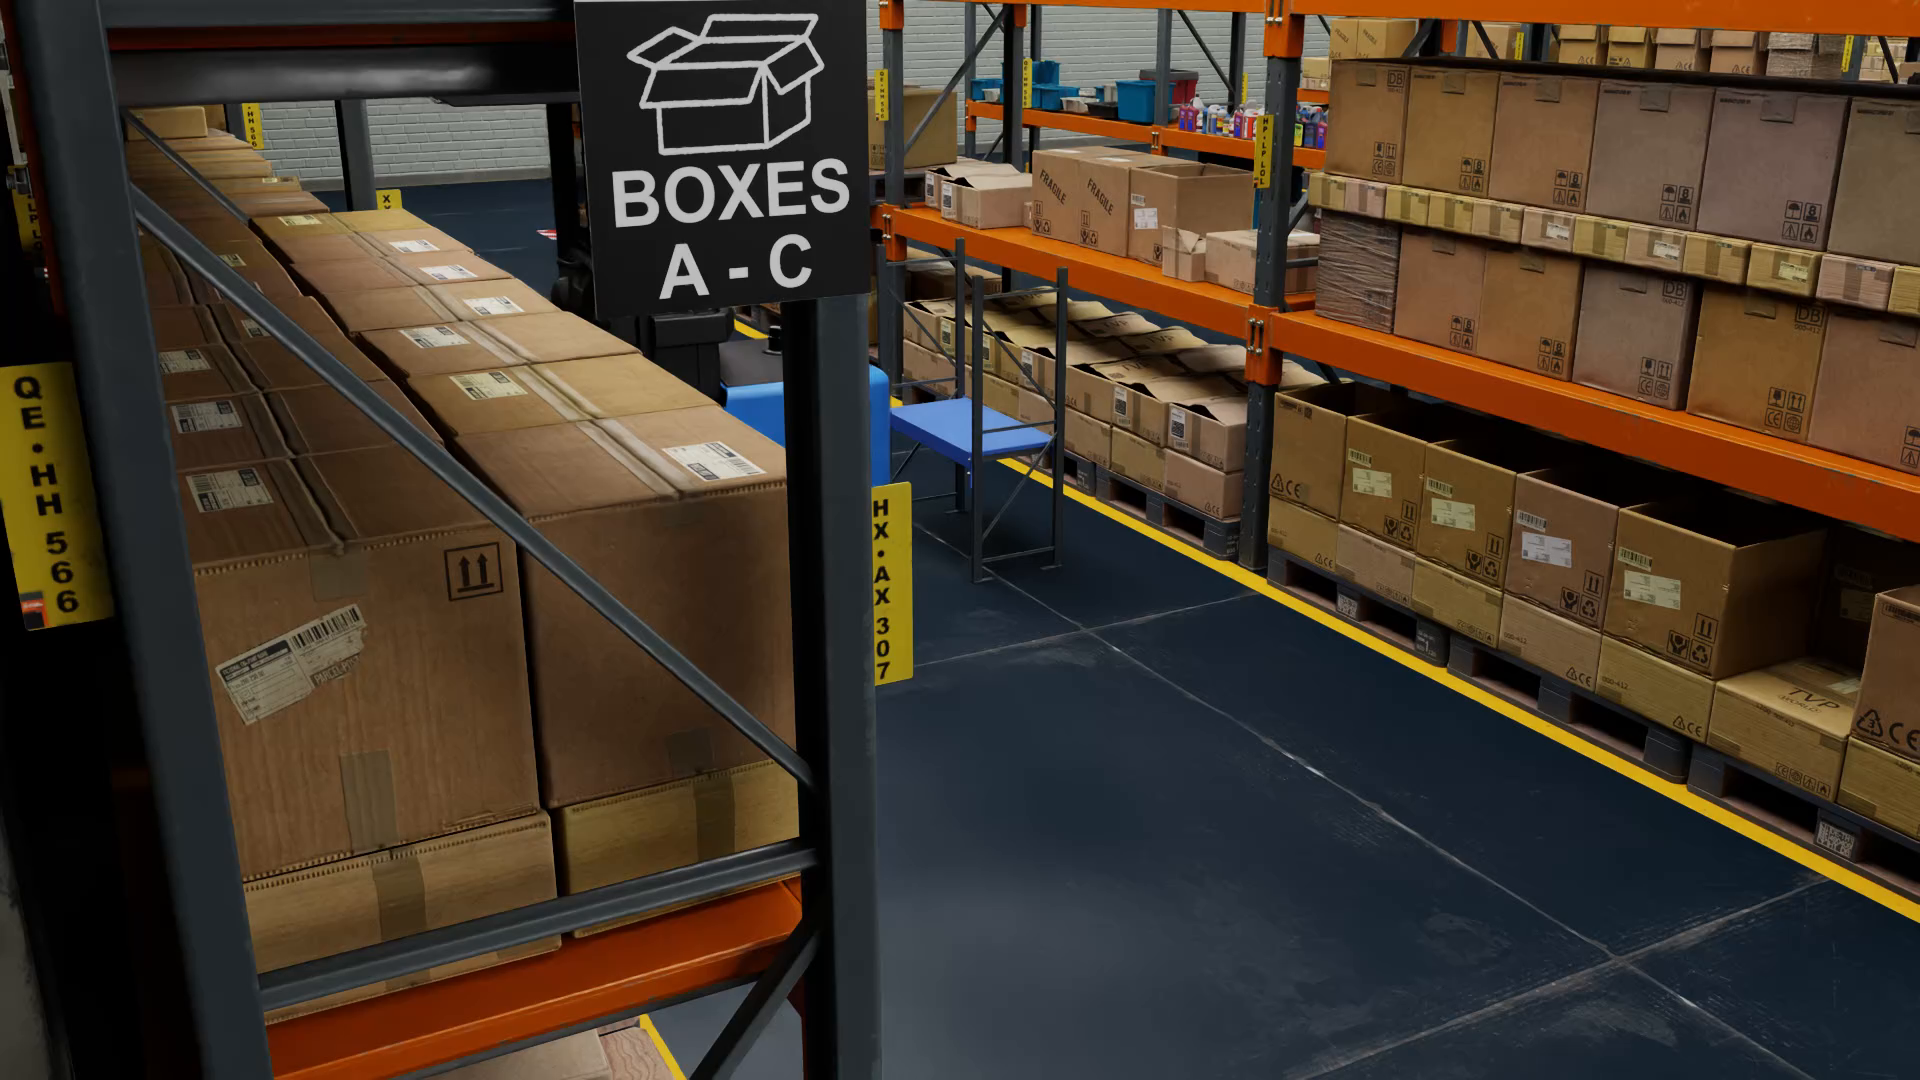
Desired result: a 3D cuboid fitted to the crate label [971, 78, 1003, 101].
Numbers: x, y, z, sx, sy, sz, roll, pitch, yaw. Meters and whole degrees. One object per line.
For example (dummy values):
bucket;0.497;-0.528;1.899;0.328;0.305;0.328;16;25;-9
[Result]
crate label;0.351;-5.389;19.893;0.416;0.233;0.303;-10;21;-27

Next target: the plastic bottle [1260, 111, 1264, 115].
plastic bottle;2.858;-3.831;15.402;0.152;0.276;0.135;-10;21;-27

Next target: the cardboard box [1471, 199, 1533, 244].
cardboard box;2.304;-1.305;6.743;0.380;0.149;0.250;-11;22;-28

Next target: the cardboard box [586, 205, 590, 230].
cardboard box;-3.591;-3.360;17.389;0.500;0.250;0.500;-10;21;-27

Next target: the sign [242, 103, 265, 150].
sign;-3.923;-2.328;9.201;0.100;0.325;0.005;-10;21;-27

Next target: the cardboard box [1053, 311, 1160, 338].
cardboard box;0.917;-1.257;10.465;0.500;0.311;0.500;-10;21;-27

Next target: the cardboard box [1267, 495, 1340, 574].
cardboard box;1.815;-0.070;7.883;0.500;0.250;0.500;-10;21;-27

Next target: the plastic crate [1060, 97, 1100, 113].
plastic crate;1.332;-4.771;18.248;0.293;0.136;0.466;-10;21;-27

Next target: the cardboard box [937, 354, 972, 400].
cardboard box;0.191;-1.058;10.747;0.500;0.250;0.500;-11;22;-28

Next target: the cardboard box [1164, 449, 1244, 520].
cardboard box;1.409;-0.324;8.620;0.500;0.250;0.500;-10;22;-27

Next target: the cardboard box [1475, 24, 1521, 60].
cardboard box;6.329;-5.696;19.240;0.500;0.500;0.500;-9;21;-25

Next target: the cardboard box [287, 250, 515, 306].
cardboard box;-1.528;-0.499;4.606;0.500;0.500;0.500;-11;22;-28

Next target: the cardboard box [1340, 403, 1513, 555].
cardboard box;2.050;-0.280;7.344;0.500;0.500;0.500;-10;21;-27

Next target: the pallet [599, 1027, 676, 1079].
pallet;-0.988;1.623;3.680;1.003;0.211;1.213;-10;21;-27

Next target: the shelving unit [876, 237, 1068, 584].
shelving unit;0.041;-0.684;8.393;0.538;1.500;1.048;-10;21;-27

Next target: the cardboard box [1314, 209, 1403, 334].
cardboard box;2.077;-1.272;7.642;0.700;0.500;0.500;-11;22;-28

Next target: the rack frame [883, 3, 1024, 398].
rack frame;-0.038;-2.499;11.353;1.000;3.000;0.127;-10;21;-27

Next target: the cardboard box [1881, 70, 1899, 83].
cardboard box;11.348;-5.592;20.058;0.380;0.149;0.250;-10;21;-26

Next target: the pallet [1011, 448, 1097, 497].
pallet;0.894;-0.589;10.091;1.003;0.211;1.213;-10;21;-27

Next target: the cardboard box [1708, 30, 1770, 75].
cardboard box;8.042;-4.954;16.775;0.797;0.503;0.637;-9;21;-25

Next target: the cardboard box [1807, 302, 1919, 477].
cardboard box;3.297;-0.536;5.510;0.700;0.500;0.500;-9;21;-25

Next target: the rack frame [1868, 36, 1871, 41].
rack frame;11.195;-5.920;21.266;1.000;3.000;0.127;-10;21;-27

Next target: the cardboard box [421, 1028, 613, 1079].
cardboard box;-1.117;1.253;3.927;0.500;0.311;0.500;-8;21;-22

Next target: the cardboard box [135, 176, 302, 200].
cardboard box;-2.967;-1.151;6.617;0.700;0.500;0.500;-8;20;-21

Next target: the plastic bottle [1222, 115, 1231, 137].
plastic bottle;2.559;-3.957;15.883;0.097;0.201;0.097;0;19;0

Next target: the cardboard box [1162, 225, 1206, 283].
cardboard box;1.282;-1.511;8.696;0.396;0.266;0.258;-11;22;-28

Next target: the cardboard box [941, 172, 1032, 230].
cardboard box;0.216;-2.170;10.536;0.500;0.311;0.500;-10;22;-27

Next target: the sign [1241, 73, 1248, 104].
sign;2.908;-4.629;17.101;0.100;0.325;0.005;-10;21;-27

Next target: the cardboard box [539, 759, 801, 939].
cardboard box;-0.549;0.438;3.040;0.500;0.250;0.500;-11;22;-28

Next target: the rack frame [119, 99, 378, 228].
rack frame;-2.497;-0.583;5.798;1.000;3.000;0.127;-10;21;-27

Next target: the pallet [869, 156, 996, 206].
pallet;-0.422;-2.592;11.916;1.213;0.211;1.003;-10;21;-27

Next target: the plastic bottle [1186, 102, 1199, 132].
plastic bottle;2.285;-4.149;16.312;0.061;0.283;0.133;-10;21;-27

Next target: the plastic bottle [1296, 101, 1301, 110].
plastic bottle;3.236;-4.124;16.137;0.144;0.351;0.185;-10;21;-27

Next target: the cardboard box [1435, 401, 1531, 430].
cardboard box;2.501;-0.360;7.574;0.500;0.500;0.500;-10;21;-27

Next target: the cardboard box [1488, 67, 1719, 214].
cardboard box;2.556;-1.596;6.594;0.700;0.500;0.500;-10;21;-27

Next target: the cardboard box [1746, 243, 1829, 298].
cardboard box;2.922;-0.933;5.666;0.380;0.149;0.250;-9;21;-25

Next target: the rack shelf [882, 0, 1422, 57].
rack shelf;0.911;-3.003;9.317;1.077;0.370;4.000;-10;21;-27

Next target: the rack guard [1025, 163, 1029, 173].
rack guard;0.501;-4.385;20.650;1.175;0.500;0.348;-10;21;-27

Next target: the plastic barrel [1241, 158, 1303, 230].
plastic barrel;3.003;-3.258;16.125;0.600;0.901;0.708;-10;21;-27

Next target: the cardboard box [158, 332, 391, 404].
cardboard box;-1.488;-0.124;3.517;0.500;0.500;0.500;-11;22;-28

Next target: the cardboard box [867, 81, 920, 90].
cardboard box;-0.703;-3.200;12.588;0.700;0.500;0.500;-6;20;-16

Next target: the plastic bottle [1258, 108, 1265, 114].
plastic bottle;2.881;-3.921;15.663;0.152;0.276;0.135;-10;21;-27

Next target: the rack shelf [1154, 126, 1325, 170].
rack shelf;3.373;-3.499;15.354;1.077;0.370;4.000;-10;21;-27

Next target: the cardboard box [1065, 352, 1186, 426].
cardboard box;0.929;-0.879;9.368;0.500;0.311;0.500;-10;21;-27

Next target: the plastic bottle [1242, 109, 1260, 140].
plastic bottle;2.748;-3.897;15.594;0.152;0.276;0.135;-10;21;-27

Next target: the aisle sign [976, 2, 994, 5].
aisle sign;0.228;-6.765;19.731;0.394;0.787;0.004;-10;21;-27

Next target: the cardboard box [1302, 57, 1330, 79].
cardboard box;4.873;-6.219;21.907;0.500;0.250;0.500;-11;22;-28

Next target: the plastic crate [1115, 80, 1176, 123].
plastic crate;1.901;-4.516;17.129;0.392;0.384;0.575;-10;21;-27

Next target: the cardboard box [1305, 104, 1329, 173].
cardboard box;5.257;-5.352;22.233;0.875;0.875;0.875;-10;21;-27

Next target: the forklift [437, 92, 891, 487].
forklift;-1.877;-1.091;7.378;3.031;2.935;1.130;-8;21;-22

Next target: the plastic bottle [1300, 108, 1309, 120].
plastic bottle;3.271;-3.977;15.832;0.097;0.271;0.097;0;19;0

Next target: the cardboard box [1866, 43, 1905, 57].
cardboard box;11.235;-5.944;20.164;0.380;0.149;0.250;-10;21;-26

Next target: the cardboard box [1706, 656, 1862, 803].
cardboard box;2.998;0.649;5.801;0.500;0.250;0.500;-10;21;-27

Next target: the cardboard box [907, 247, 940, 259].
cardboard box;-0.490;-1.995;13.048;0.500;0.500;0.500;-10;22;-27
